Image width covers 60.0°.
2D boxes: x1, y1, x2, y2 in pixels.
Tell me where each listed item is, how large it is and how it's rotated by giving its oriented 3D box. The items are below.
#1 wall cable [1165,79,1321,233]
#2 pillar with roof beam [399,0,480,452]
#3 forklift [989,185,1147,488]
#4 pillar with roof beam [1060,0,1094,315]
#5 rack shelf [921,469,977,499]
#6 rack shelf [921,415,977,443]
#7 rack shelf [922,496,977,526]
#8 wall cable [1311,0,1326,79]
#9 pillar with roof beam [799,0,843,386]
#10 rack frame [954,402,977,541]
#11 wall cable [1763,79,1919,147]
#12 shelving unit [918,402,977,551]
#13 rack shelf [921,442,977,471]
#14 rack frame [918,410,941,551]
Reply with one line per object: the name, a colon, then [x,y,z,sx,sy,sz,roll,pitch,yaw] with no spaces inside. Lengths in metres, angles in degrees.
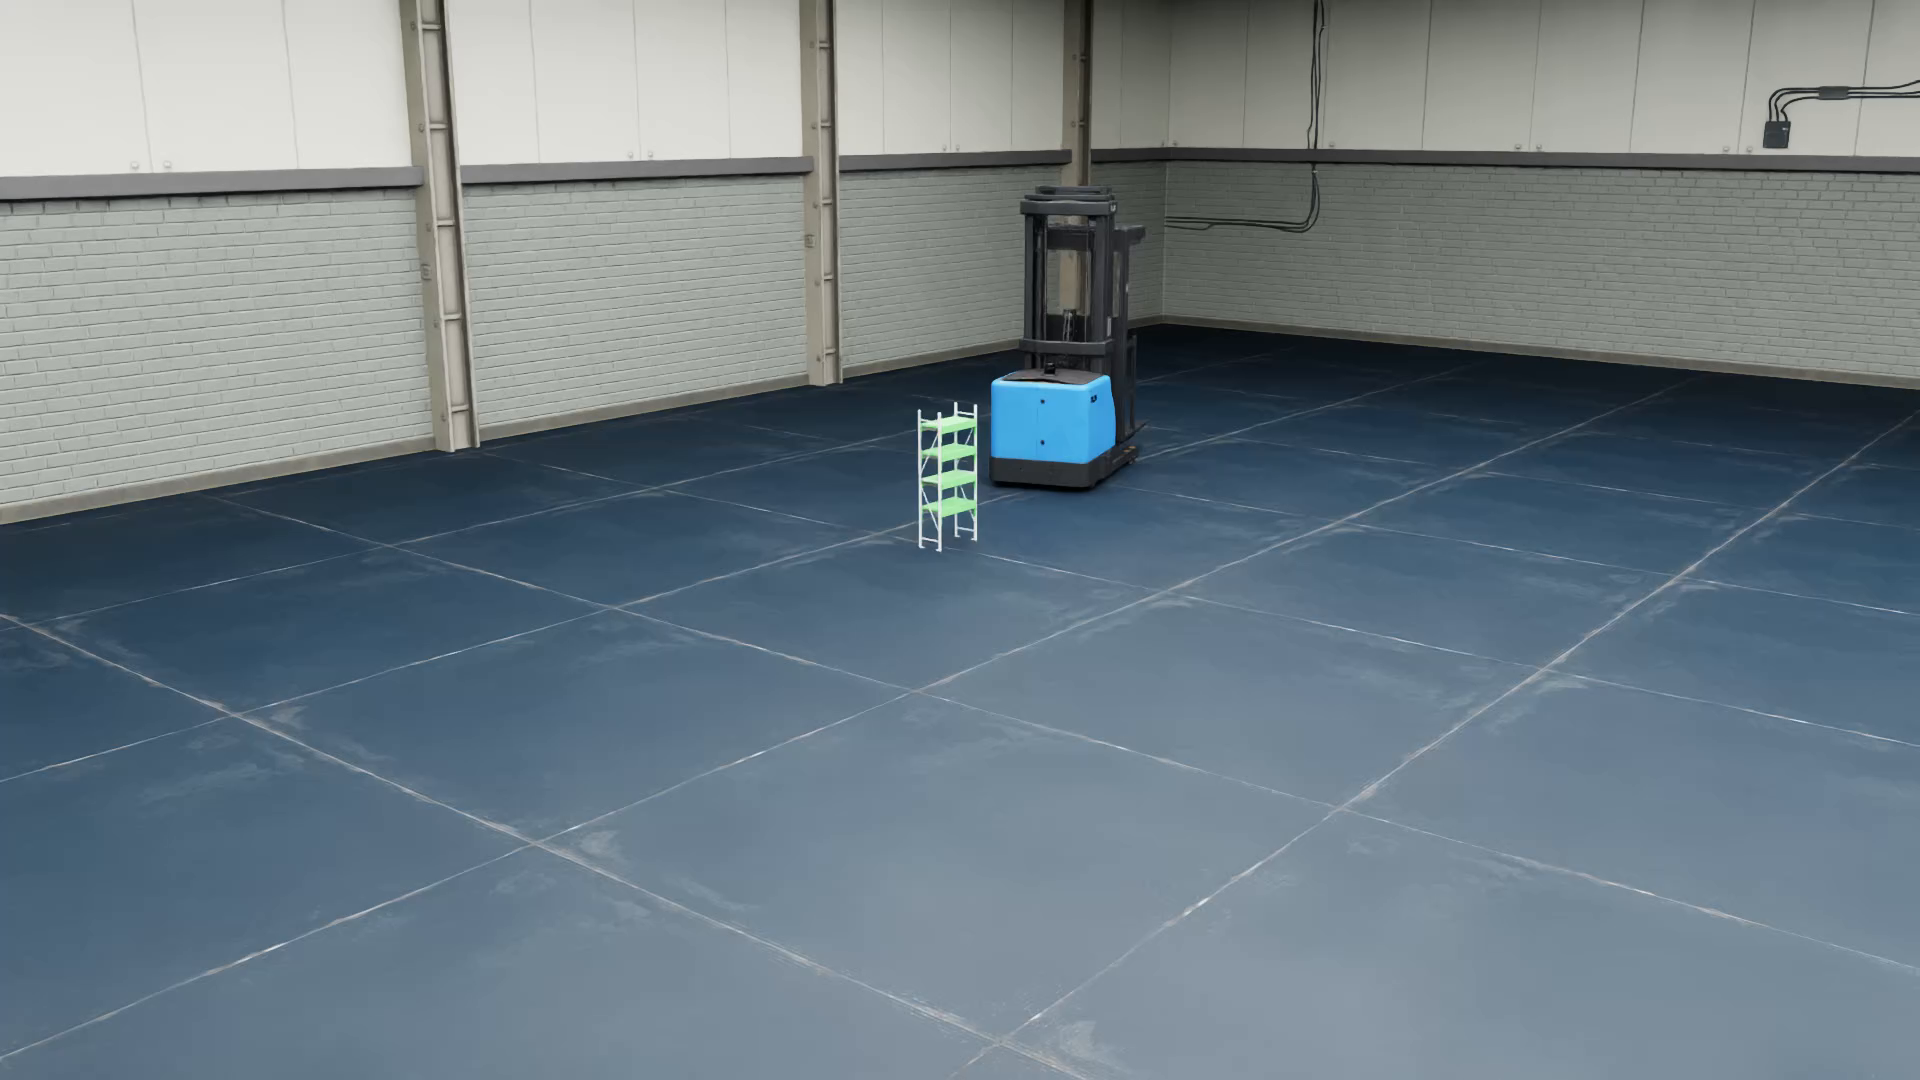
wall cable: [4.770,-6.551,28.439,3.097,2.526,0.112,11,18,38]
pillar with roof beam: [-2.304,-4.732,14.973,9.100,9.000,0.400,11,18,38]
forklift: [1.296,-2.256,17.549,1.130,2.935,3.031,5,15,20]
pillar with roof beam: [5.239,-7.030,24.019,9.100,9.000,0.400,11,18,38]
rack shelf: [-0.104,-0.488,14.366,0.258,0.148,0.480,11,18,38]
rack shelf: [-0.104,-0.953,14.248,0.258,0.148,0.480,11,18,38]
rack shelf: [-0.104,-0.255,14.425,0.258,0.148,0.480,11,18,38]
wall cable: [6.874,-8.580,26.170,3.097,2.526,0.112,11,18,38]
pillar with roof beam: [1.468,-5.881,19.496,9.100,9.000,0.400,11,18,38]
rack frame: [0.049,-0.597,14.534,0.240,1.200,0.015,11,18,38]
wall cable: [12.144,-8.232,21.843,2.305,6.003,0.169,11,18,38]
shelving unit: [-0.104,-0.550,14.350,0.258,1.200,0.503,11,18,38]
rack shelf: [-0.104,-0.721,14.307,0.258,0.148,0.480,11,18,38]
rack frame: [-0.257,-0.503,14.166,0.240,1.200,0.015,11,18,38]
